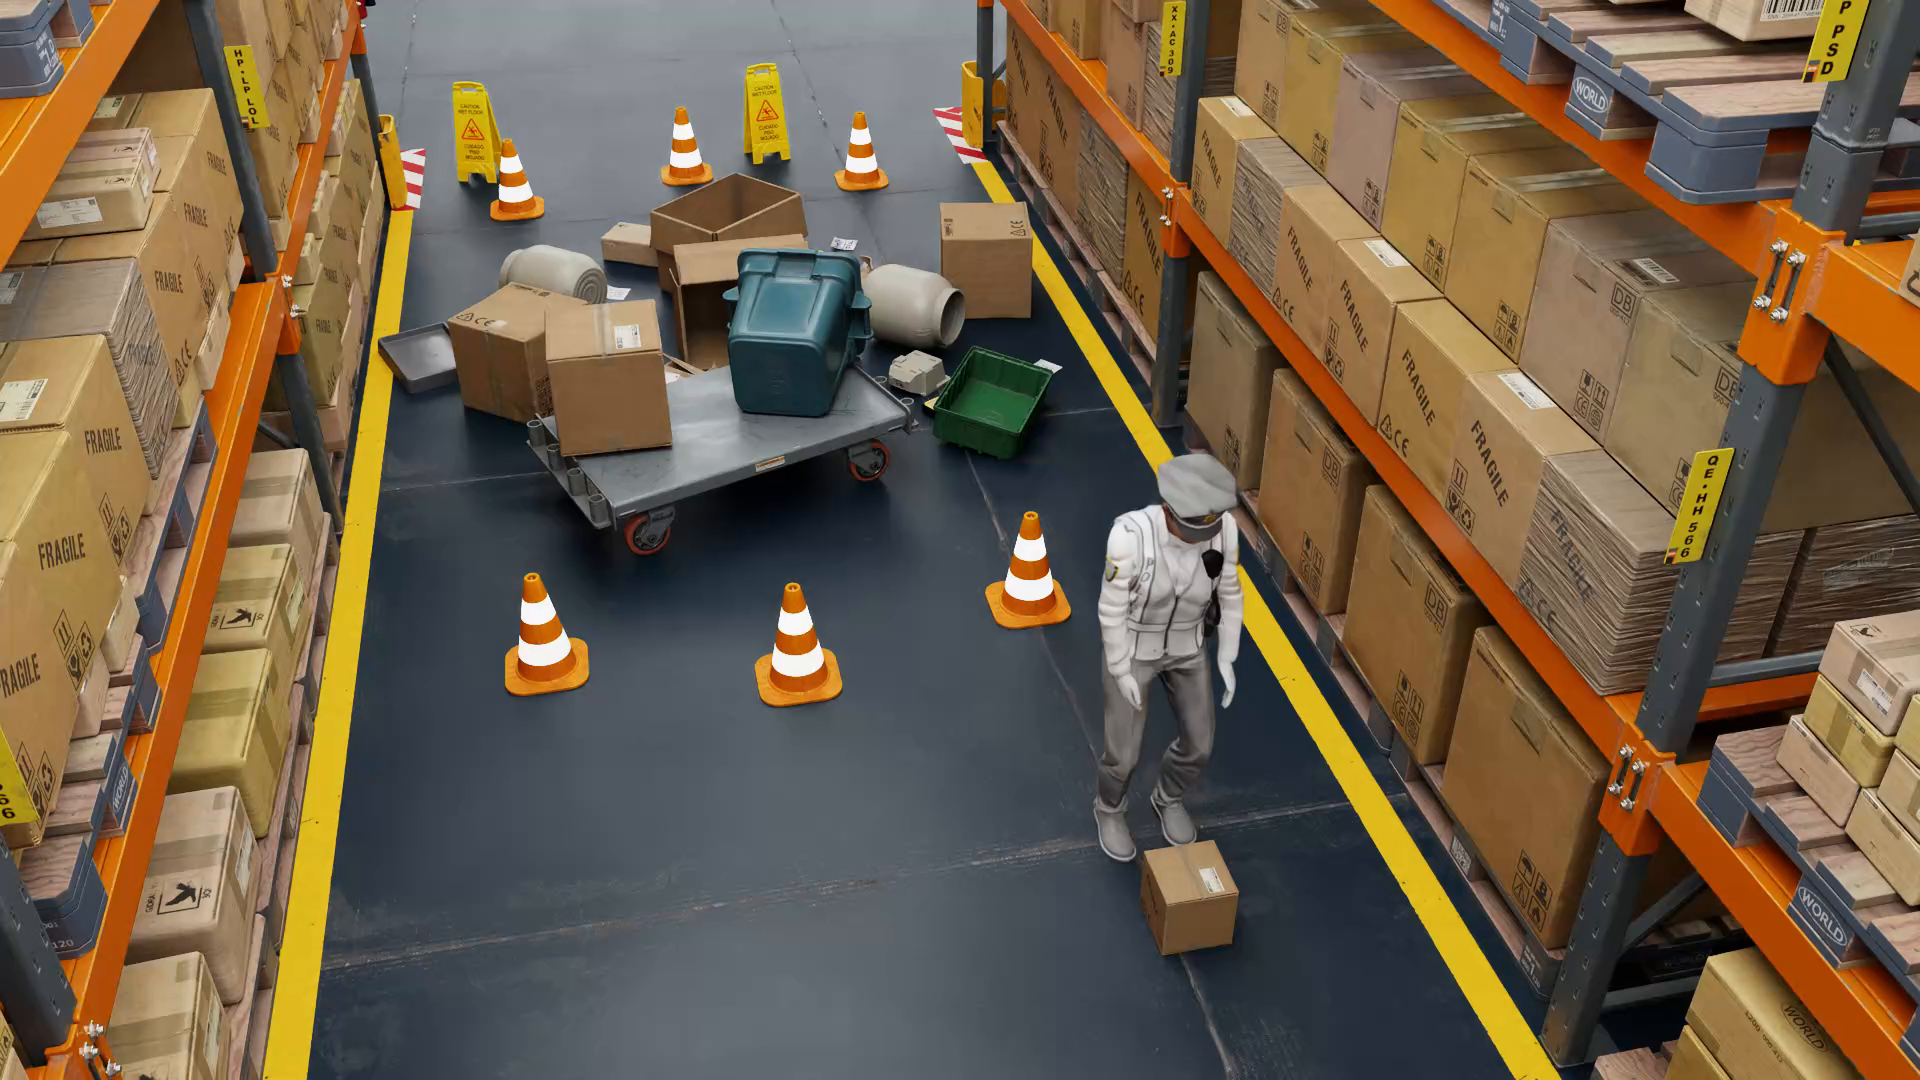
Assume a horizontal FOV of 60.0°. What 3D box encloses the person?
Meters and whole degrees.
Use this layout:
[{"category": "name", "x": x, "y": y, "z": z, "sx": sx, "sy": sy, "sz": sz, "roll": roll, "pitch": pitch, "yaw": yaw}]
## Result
[{"category": "person", "x": 0.703, "y": 0.400, "z": 5.618, "sx": 0.504, "sy": 1.616, "sz": 0.465, "roll": -7, "pitch": 35, "yaw": -10}]
